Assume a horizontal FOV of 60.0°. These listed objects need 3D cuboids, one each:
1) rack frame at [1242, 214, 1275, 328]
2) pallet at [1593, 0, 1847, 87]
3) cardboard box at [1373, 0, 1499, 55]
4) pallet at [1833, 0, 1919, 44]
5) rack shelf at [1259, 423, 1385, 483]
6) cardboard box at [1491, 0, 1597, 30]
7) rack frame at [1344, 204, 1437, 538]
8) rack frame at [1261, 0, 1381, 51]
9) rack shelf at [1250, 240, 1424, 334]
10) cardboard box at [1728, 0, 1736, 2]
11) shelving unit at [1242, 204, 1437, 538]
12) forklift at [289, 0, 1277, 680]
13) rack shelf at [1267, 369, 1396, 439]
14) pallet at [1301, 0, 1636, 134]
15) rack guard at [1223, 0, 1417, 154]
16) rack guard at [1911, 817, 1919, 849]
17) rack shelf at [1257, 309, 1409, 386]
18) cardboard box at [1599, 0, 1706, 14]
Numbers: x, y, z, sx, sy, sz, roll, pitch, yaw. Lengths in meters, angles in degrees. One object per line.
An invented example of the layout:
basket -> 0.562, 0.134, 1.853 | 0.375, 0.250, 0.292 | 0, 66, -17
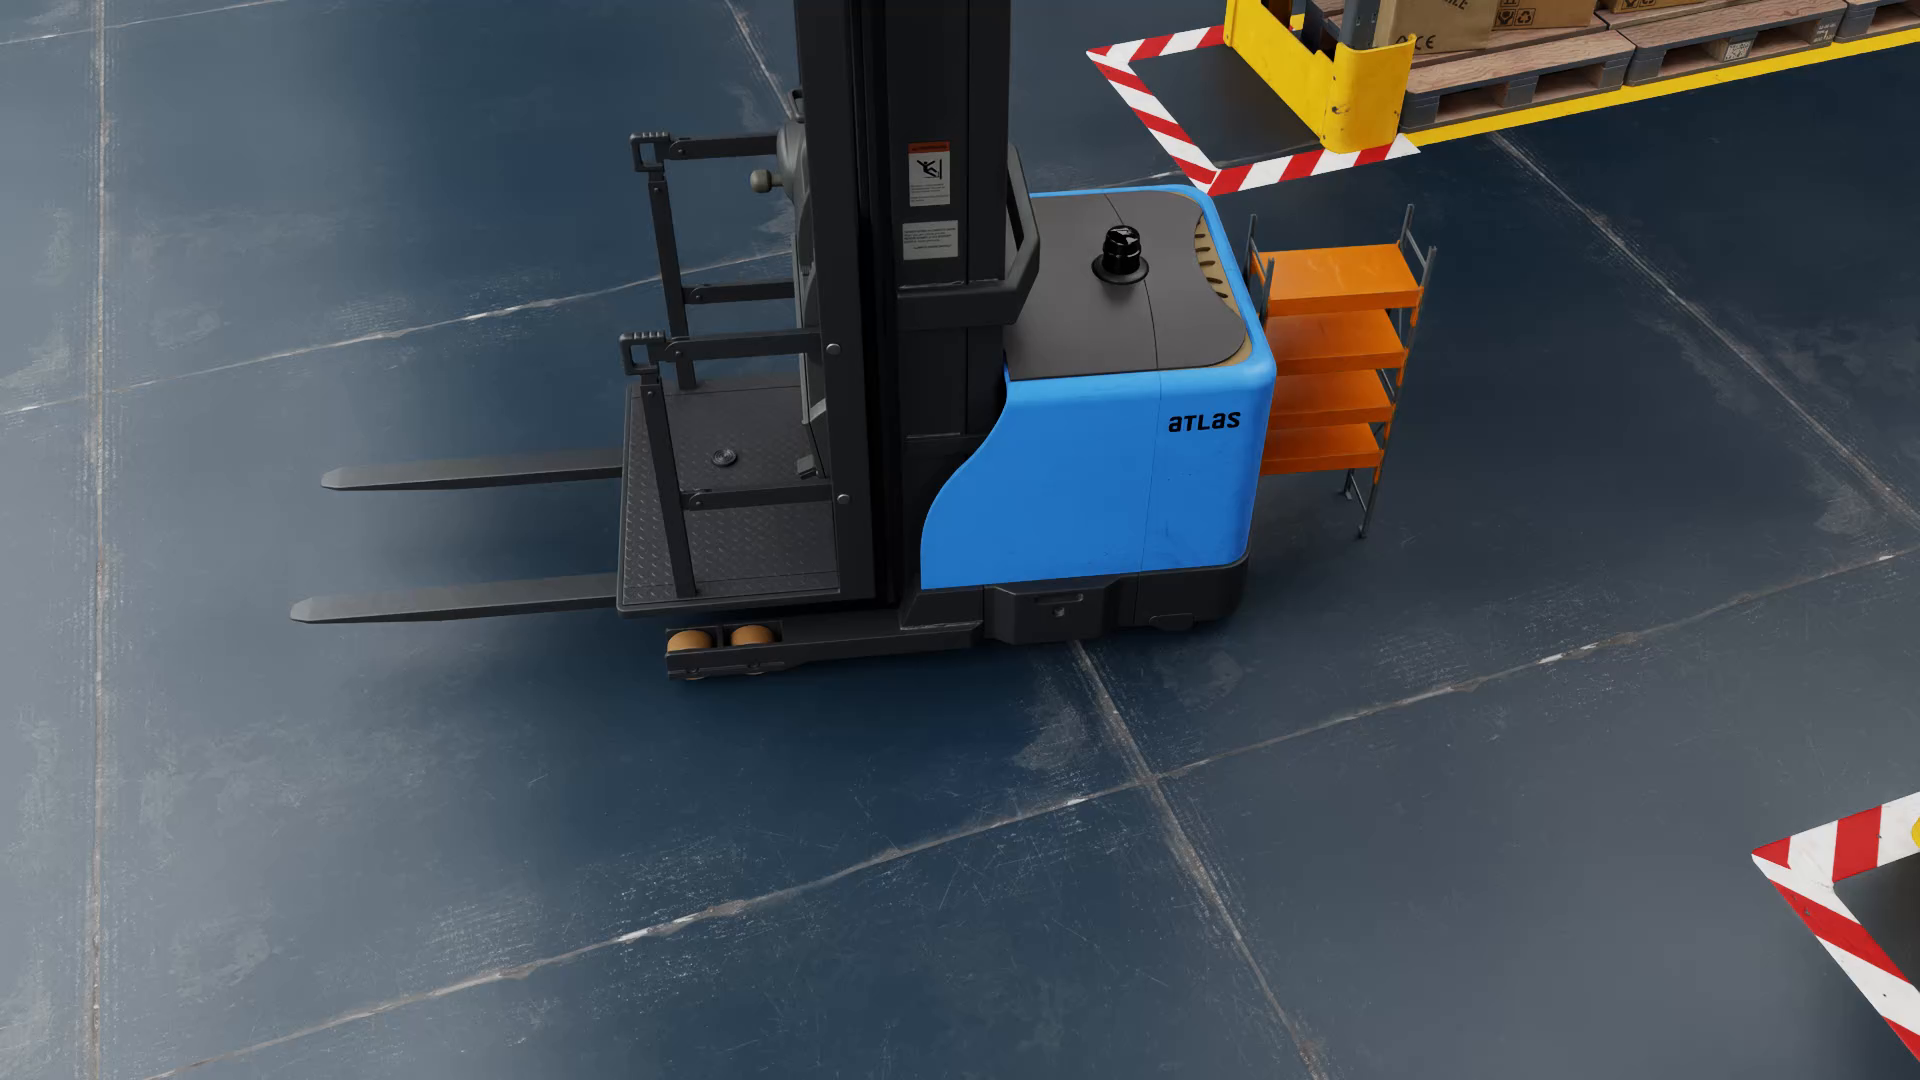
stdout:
rack frame -> 0.903, -0.479, 5.380 | 0.015, 1.200, 0.240 | -5, 45, -4
pallet -> 3.563, -2.692, 8.284 | 1.213, 0.211, 1.003 | -14, 47, -14
cardboard box -> 2.162, -2.601, 7.693 | 0.500, 0.500, 0.500 | -6, 45, -6
pallet -> 4.712, -2.988, 8.579 | 1.213, 0.211, 1.003 | -14, 47, -14
rack shelf -> 1.145, -0.310, 5.588 | 0.480, 0.148, 0.258 | -5, 45, -4
cardboard box -> 2.713, -2.767, 7.859 | 0.500, 0.500, 0.500 | -3, 45, -3
rack frame -> 1.388, -0.517, 5.418 | 0.015, 1.200, 0.240 | -5, 45, -4
rack frame -> 1.569, -3.196, 6.817 | 0.127, 3.000, 1.000 | -14, 47, -14
rack shelf -> 1.145, -0.775, 5.121 | 0.480, 0.148, 0.258 | -5, 45, -4
cardboard box -> 3.849, -3.010, 8.100 | 0.500, 0.500, 0.500 | -18, 48, -17
shelving unit -> 1.145, -0.498, 5.399 | 0.503, 1.200, 0.258 | -5, 45, -4
forklift -> -0.627, -0.985, 4.663 | 3.031, 2.935, 1.130 | -5, 45, -4
rack shelf -> 1.145, -0.451, 5.447 | 0.480, 0.148, 0.258 | -5, 45, -4
pallet -> 2.417, -2.402, 7.995 | 1.213, 0.211, 1.003 | -14, 47, -14
rack guard -> 1.641, -2.332, 7.721 | 0.348, 0.500, 1.175 | -14, 47, -14
rack guard -> 3.136, 1.021, 4.379 | 0.348, 0.500, 1.175 | -14, 47, -14
rack shelf -> 1.145, -0.608, 5.288 | 0.480, 0.148, 0.258 | -5, 45, -4
cardboard box -> 3.308, -2.905, 7.996 | 0.500, 0.500, 0.500 | -10, 46, -10
